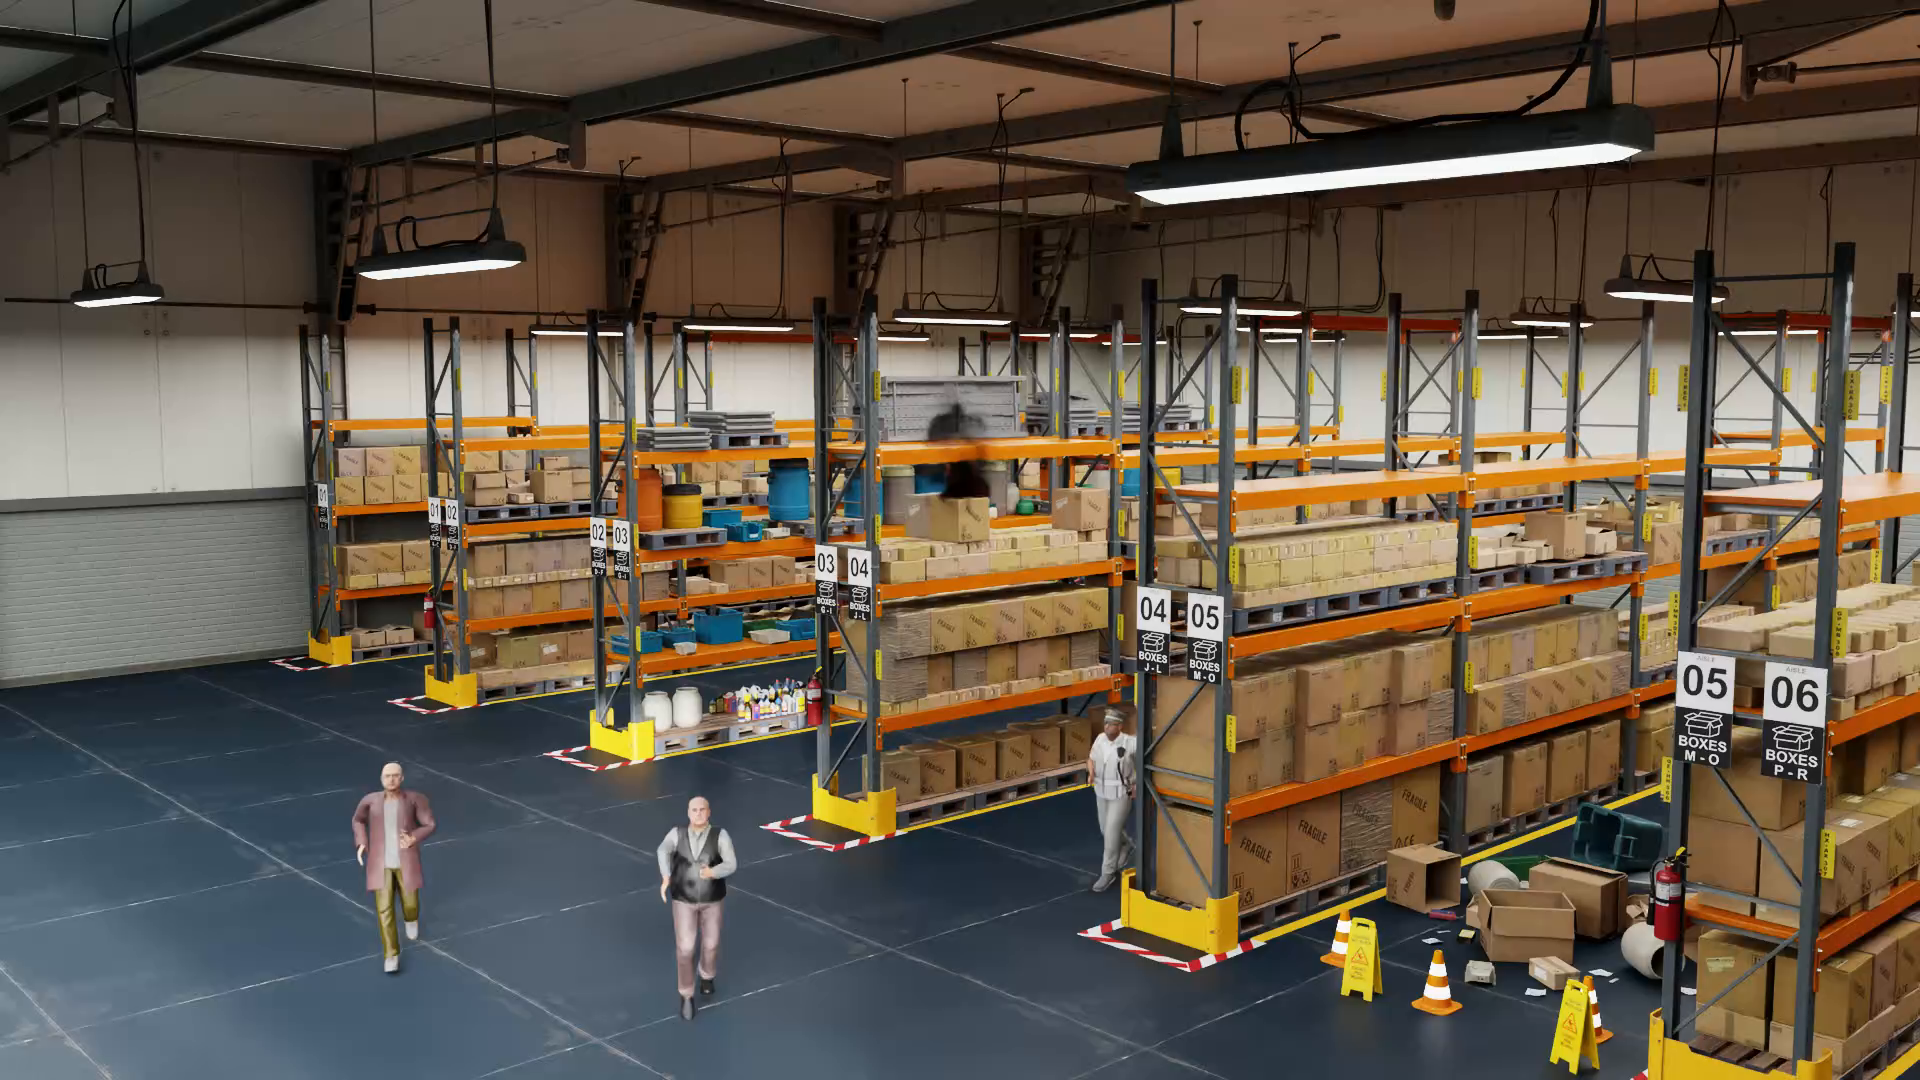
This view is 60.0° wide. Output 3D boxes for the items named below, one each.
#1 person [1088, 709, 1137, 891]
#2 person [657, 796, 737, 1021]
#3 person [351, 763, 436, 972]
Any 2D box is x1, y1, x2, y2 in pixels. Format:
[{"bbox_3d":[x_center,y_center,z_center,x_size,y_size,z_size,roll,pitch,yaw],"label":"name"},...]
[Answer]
[{"bbox_3d":[1.591,2.584,16.881,0.686,1.806,0.867,5,8,41],"label":"person"},{"bbox_3d":[-2.120,2.959,13.470,0.624,1.777,0.752,-1,6,-12],"label":"person"},{"bbox_3d":[-4.966,2.827,14.576,0.720,1.745,0.855,-1,6,-14],"label":"person"}]
